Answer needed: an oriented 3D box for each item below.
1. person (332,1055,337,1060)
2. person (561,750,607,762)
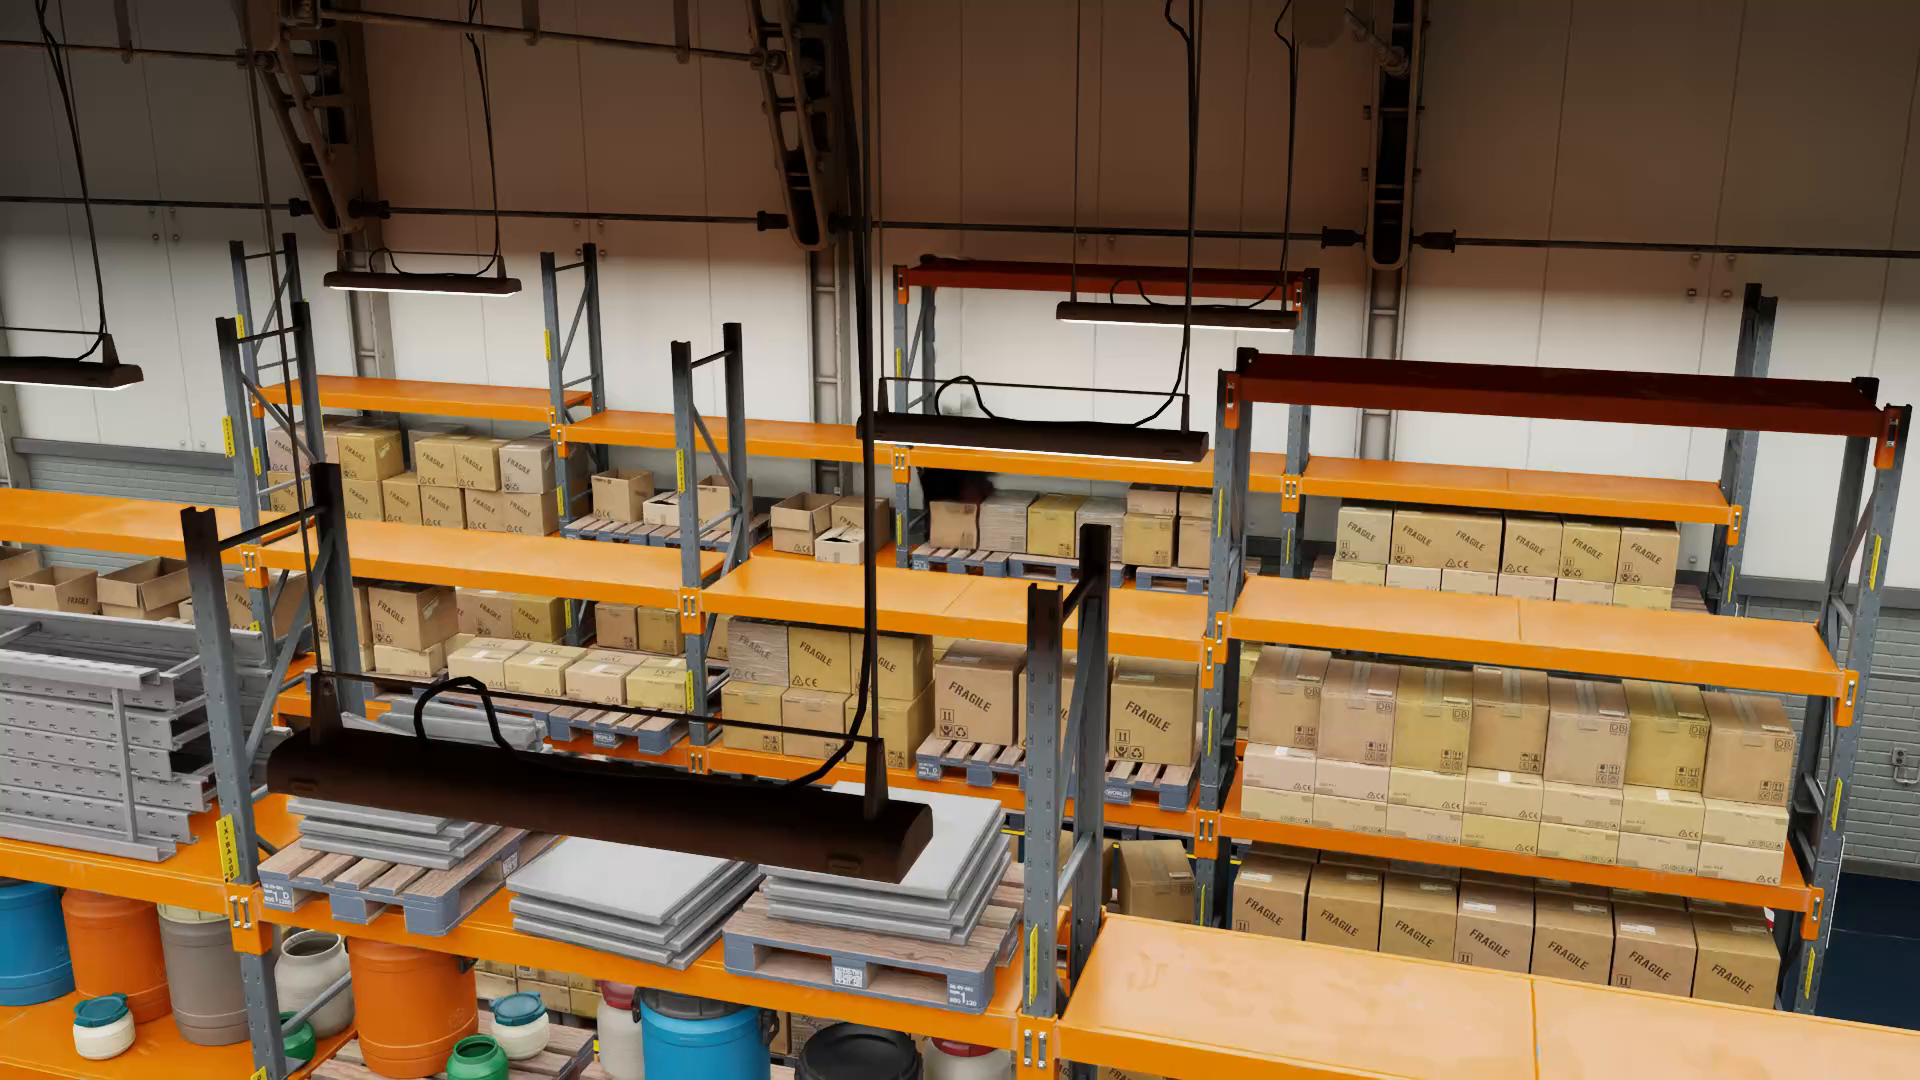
[{"bbox_3d":[-4.126,4.157,11.214,0.913,1.696,0.615,4,17,13],"label":"person"},{"bbox_3d":[-3.667,2.551,16.947,1.048,1.732,0.706,0,16,2],"label":"person"}]
